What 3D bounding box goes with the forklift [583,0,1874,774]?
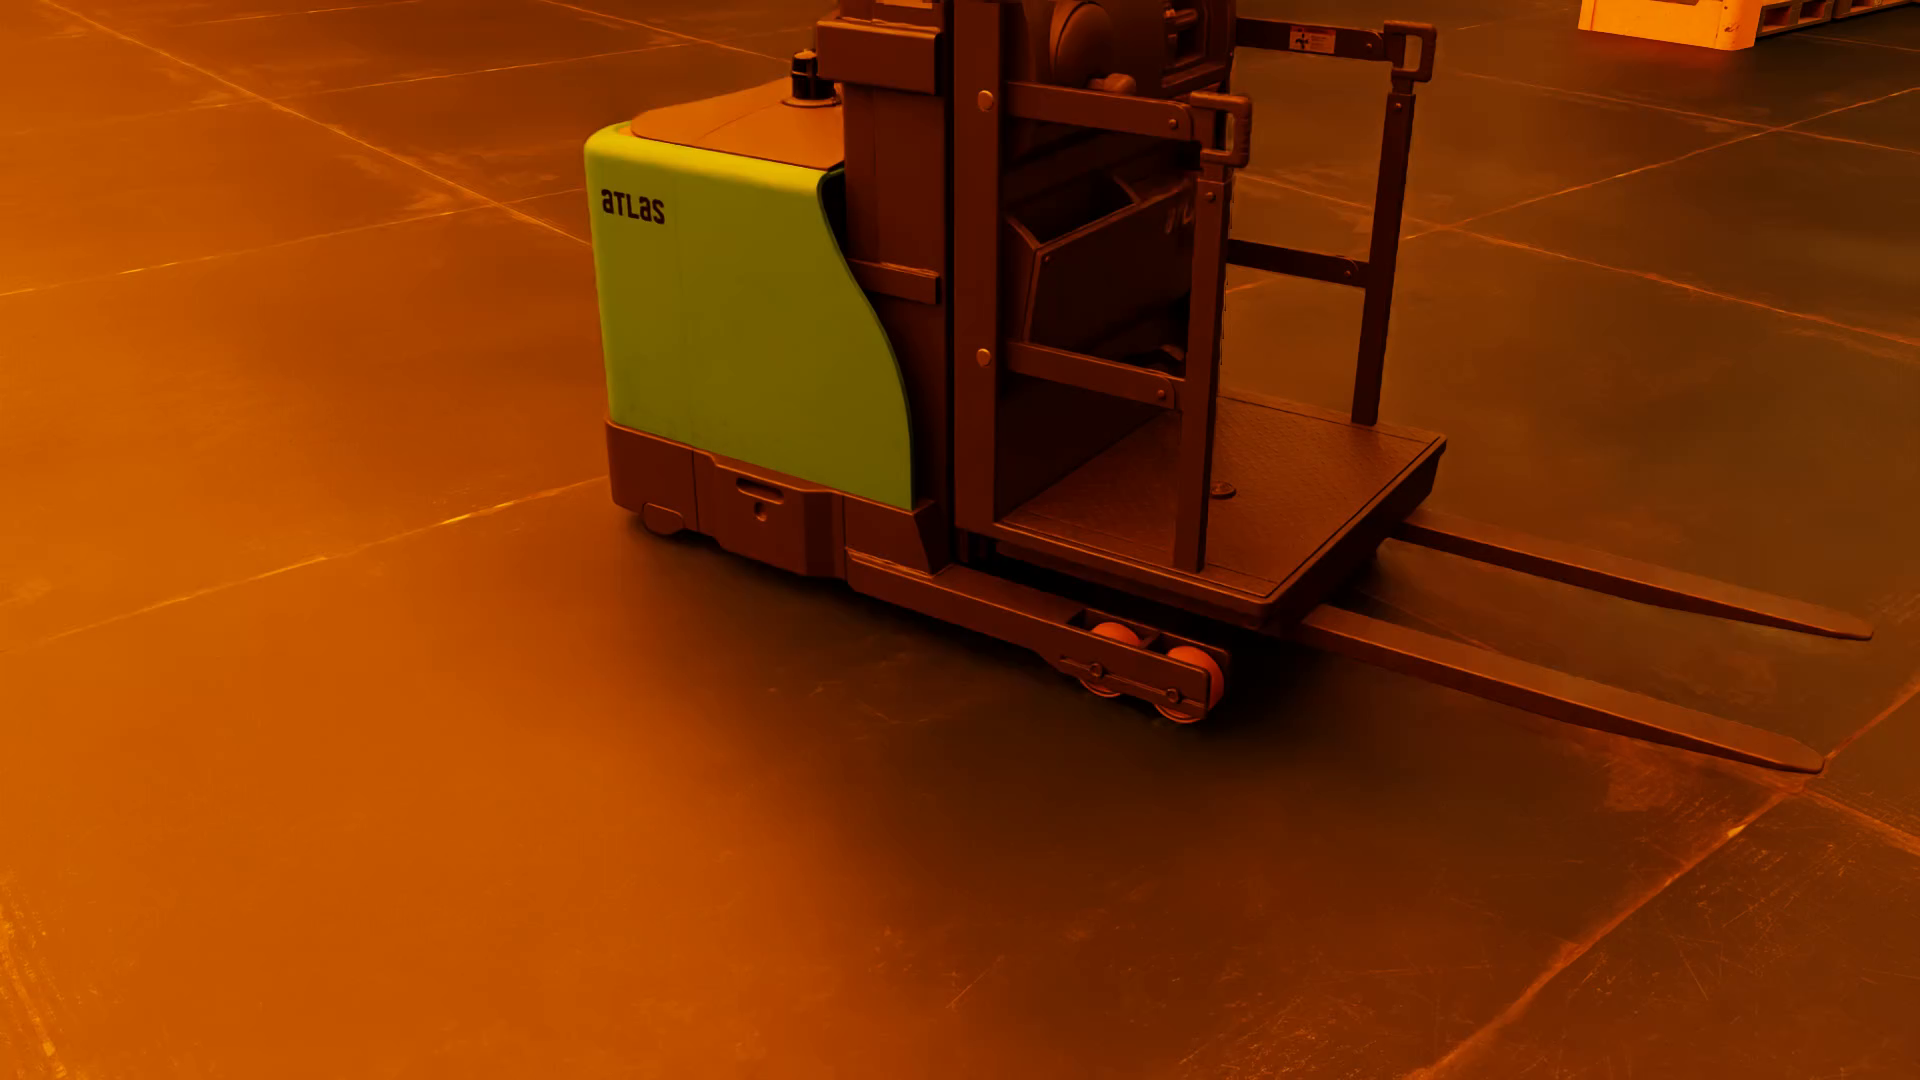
[{"bbox_3d":[0.547,-1.177,3.575,3.031,2.935,1.130,17,31,30],"label":"forklift"}]
